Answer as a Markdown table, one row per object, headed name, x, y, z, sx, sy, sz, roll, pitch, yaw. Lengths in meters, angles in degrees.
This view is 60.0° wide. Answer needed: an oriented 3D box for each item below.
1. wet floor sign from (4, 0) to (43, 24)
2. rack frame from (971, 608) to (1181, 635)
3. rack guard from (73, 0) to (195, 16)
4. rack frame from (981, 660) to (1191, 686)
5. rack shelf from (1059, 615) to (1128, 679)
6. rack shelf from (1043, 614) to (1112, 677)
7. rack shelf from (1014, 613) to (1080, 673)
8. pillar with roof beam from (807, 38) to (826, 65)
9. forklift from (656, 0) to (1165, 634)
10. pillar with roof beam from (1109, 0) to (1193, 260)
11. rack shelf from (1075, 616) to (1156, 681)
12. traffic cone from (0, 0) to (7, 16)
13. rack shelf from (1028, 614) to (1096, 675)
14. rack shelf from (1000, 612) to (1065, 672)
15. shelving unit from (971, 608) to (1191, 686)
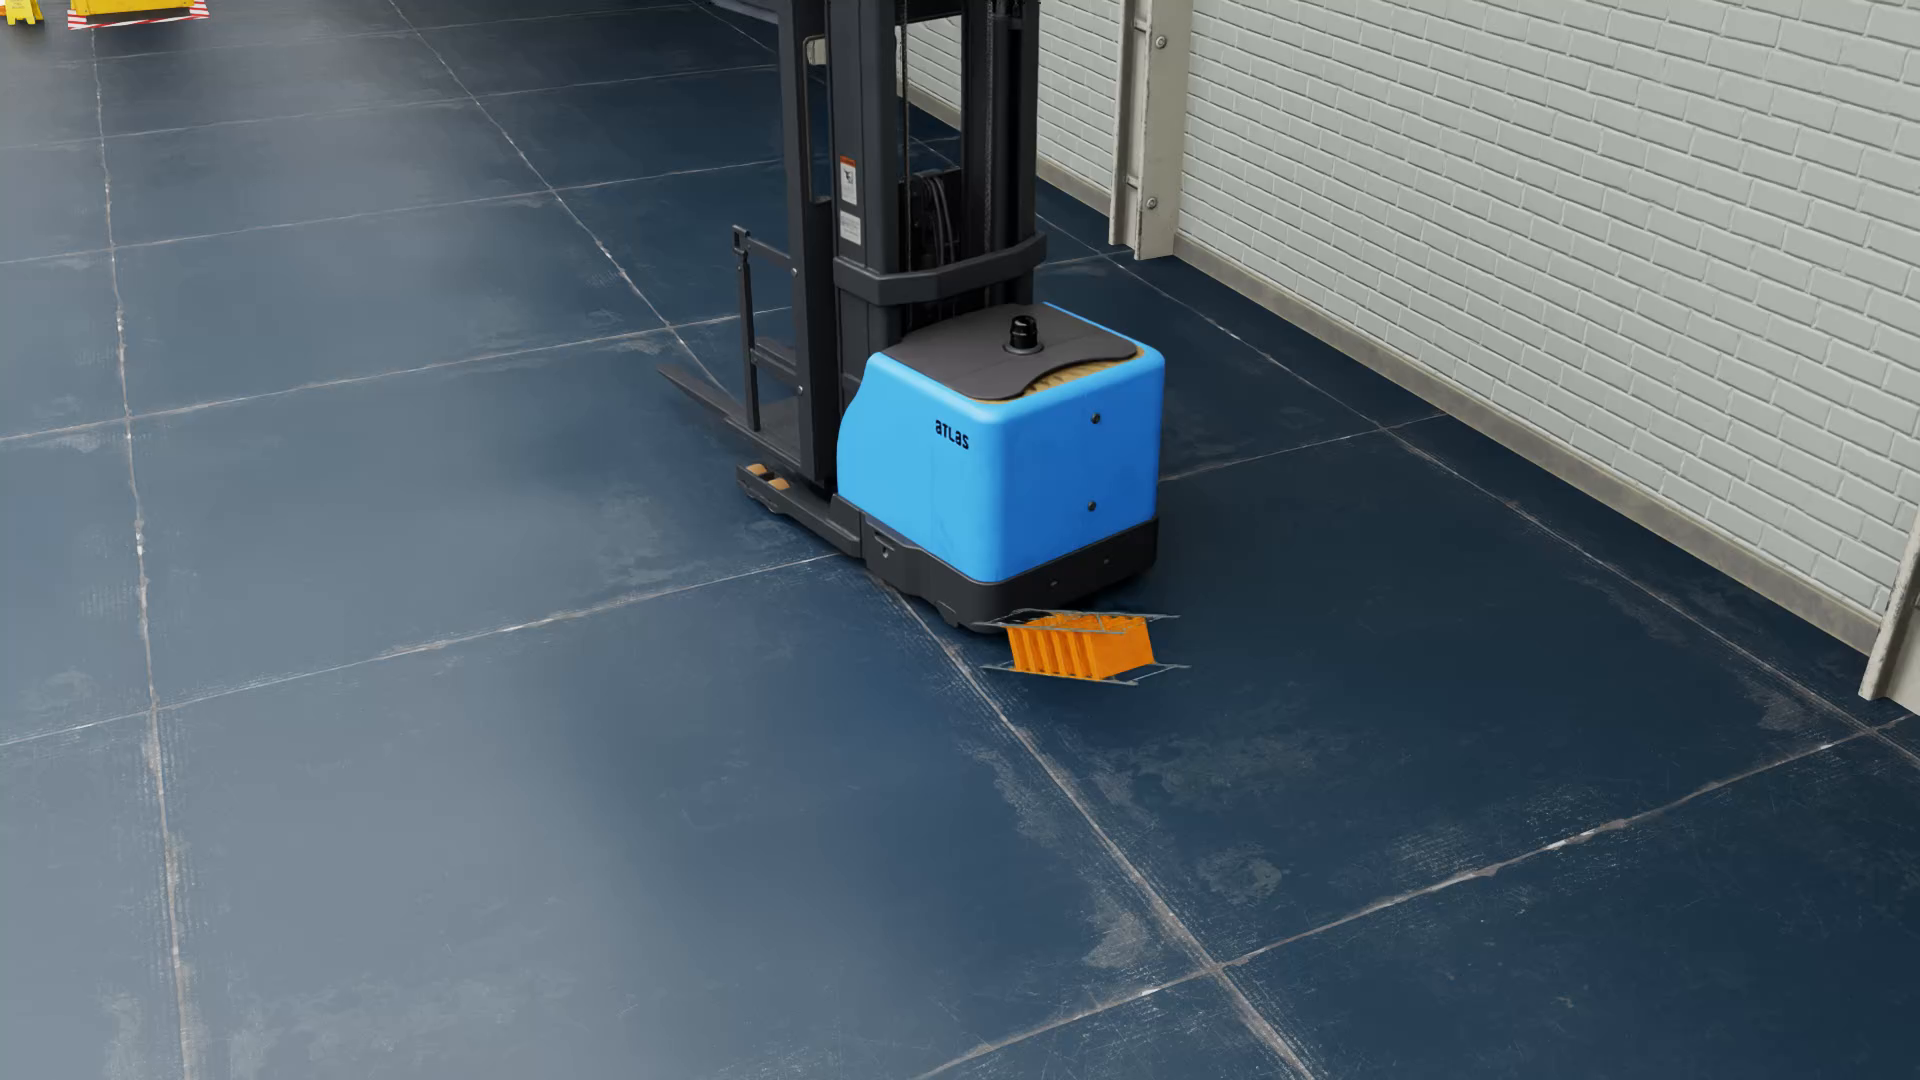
| name | x | y | z | sx | sy | sz | roll | pitch | yaw |
| --- | --- | --- | --- | --- | --- | --- | --- | --- | --- |
| wet floor sign | -9.795 | -5.714 | 17.280 | 0.267 | 0.644 | 0.232 | -3 | 29 | -5 |
| rack frame | 0.408 | 0.304 | 6.305 | 0.240 | 0.006 | 1.200 | -15 | 6 | -25 |
| rack guard | -8.943 | -5.993 | 17.926 | 1.175 | 0.500 | 0.348 | -13 | 32 | -22 |
| rack frame | 0.449 | 0.482 | 6.321 | 0.240 | 0.006 | 1.200 | -15 | 6 | -25 |
| rack shelf | 0.513 | 0.390 | 6.136 | 0.258 | 0.180 | 0.103 | -15 | 6 | -25 |
| rack shelf | 0.461 | 0.392 | 6.245 | 0.258 | 0.180 | 0.103 | -15 | 6 | -25 |
| rack shelf | 0.358 | 0.396 | 6.461 | 0.258 | 0.180 | 0.103 | -15 | 6 | -25 |
| pillar with roof beam | -5.226 | -7.652 | 12.196 | 9.100 | 9.000 | 0.400 | -13 | 32 | -22 |
| forklift | -0.433 | -1.543 | 7.506 | 1.130 | 2.935 | 3.031 | -21 | 36 | -33 |
| pillar with roof beam | -2.650 | -5.002 | 7.469 | 9.100 | 9.000 | 0.400 | -13 | 32 | -22 |
| rack shelf | 0.564 | 0.388 | 6.028 | 0.258 | 0.180 | 0.103 | -15 | 6 | -25 |
| traffic cone | -10.260 | -5.862 | 17.731 | 0.336 | 0.463 | 0.334 | -13 | 32 | -22 |
| rack shelf | 0.409 | 0.394 | 6.353 | 0.258 | 0.180 | 0.103 | -15 | 6 | -25 |
| rack shelf | 0.306 | 0.398 | 6.570 | 0.258 | 0.180 | 0.103 | -15 | 6 | -25 |
| shelving unit | 0.429 | 0.393 | 6.313 | 0.258 | 0.189 | 1.200 | -15 | 6 | -25 |
